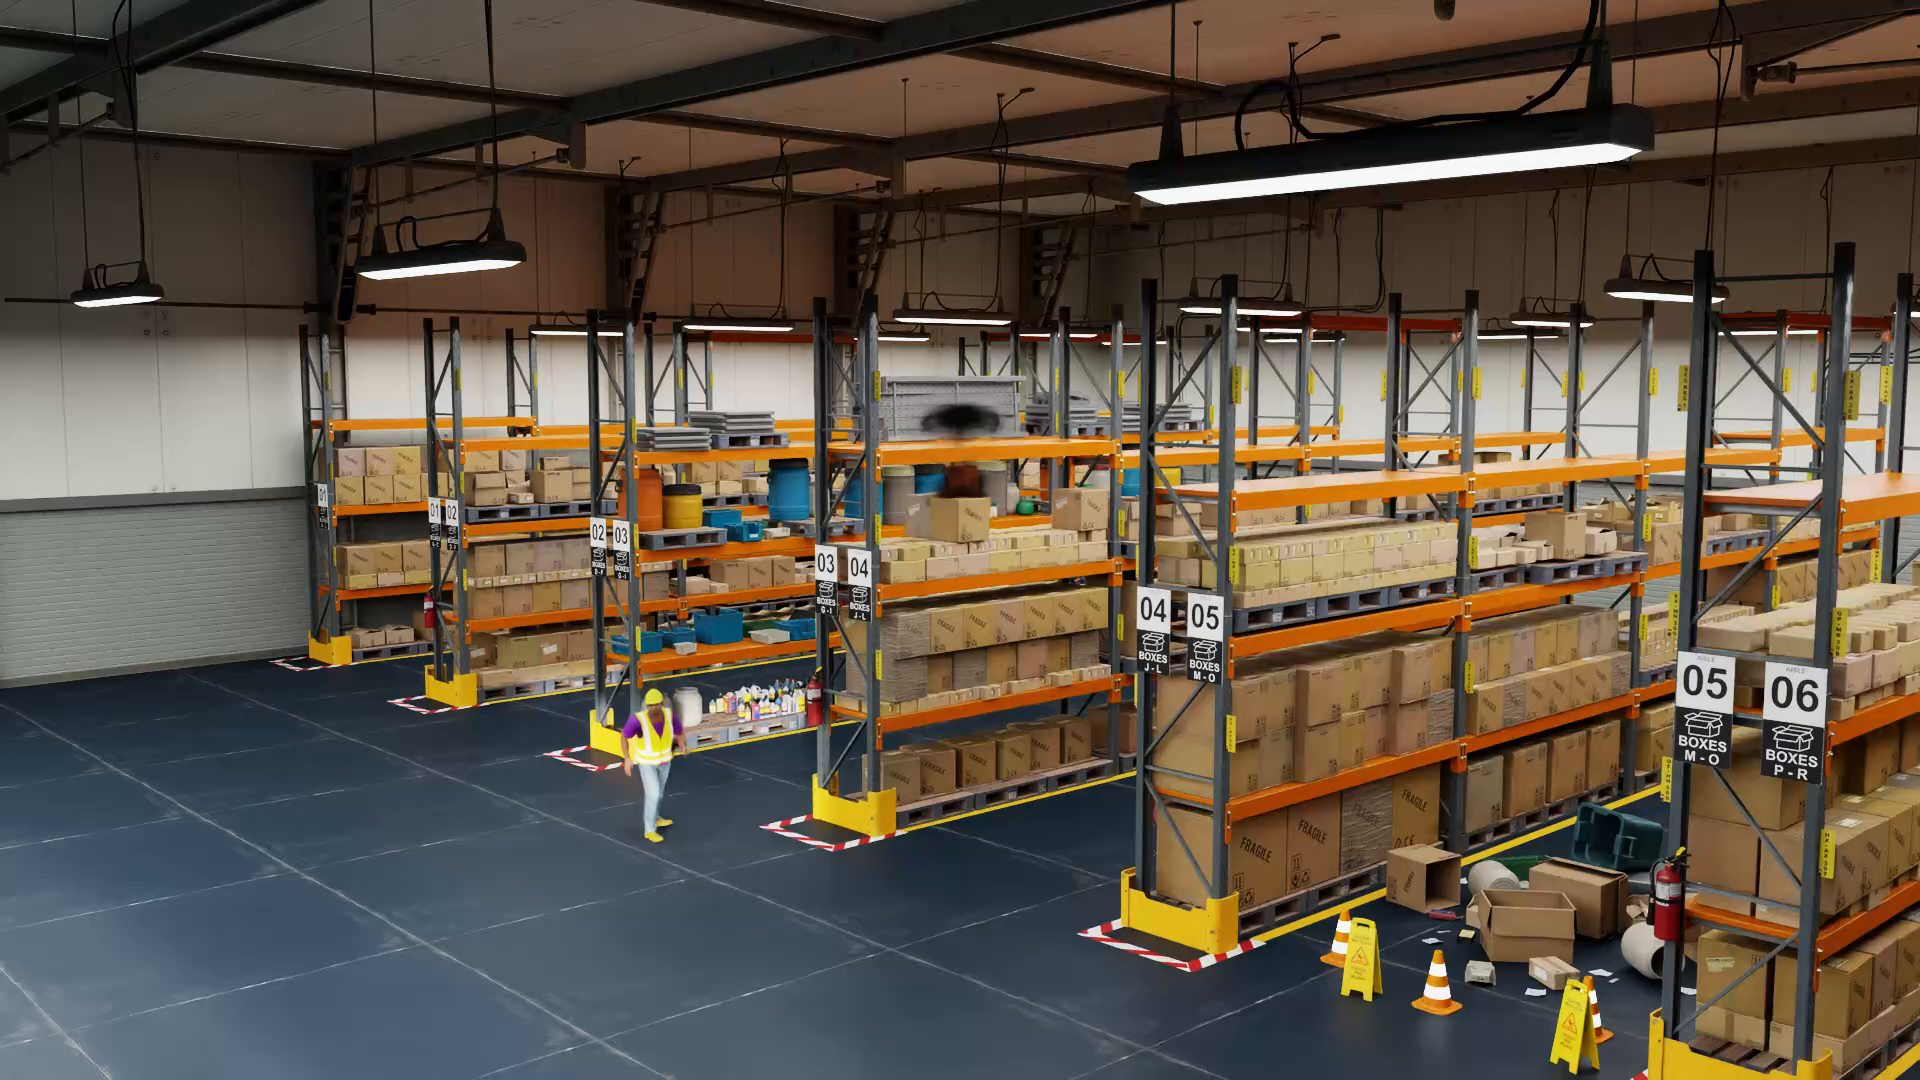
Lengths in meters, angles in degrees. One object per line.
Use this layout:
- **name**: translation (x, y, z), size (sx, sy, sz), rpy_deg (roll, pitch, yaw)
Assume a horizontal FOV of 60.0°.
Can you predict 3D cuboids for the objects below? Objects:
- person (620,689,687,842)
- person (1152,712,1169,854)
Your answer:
- **person**: translation (-3.370, 2.466, 18.478), size (0.869, 1.695, 0.683), rpy_deg (6, 8, 44)
- **person**: translation (2.221, 2.573, 17.711), size (0.583, 1.598, 0.721), rpy_deg (-2, 6, -20)
